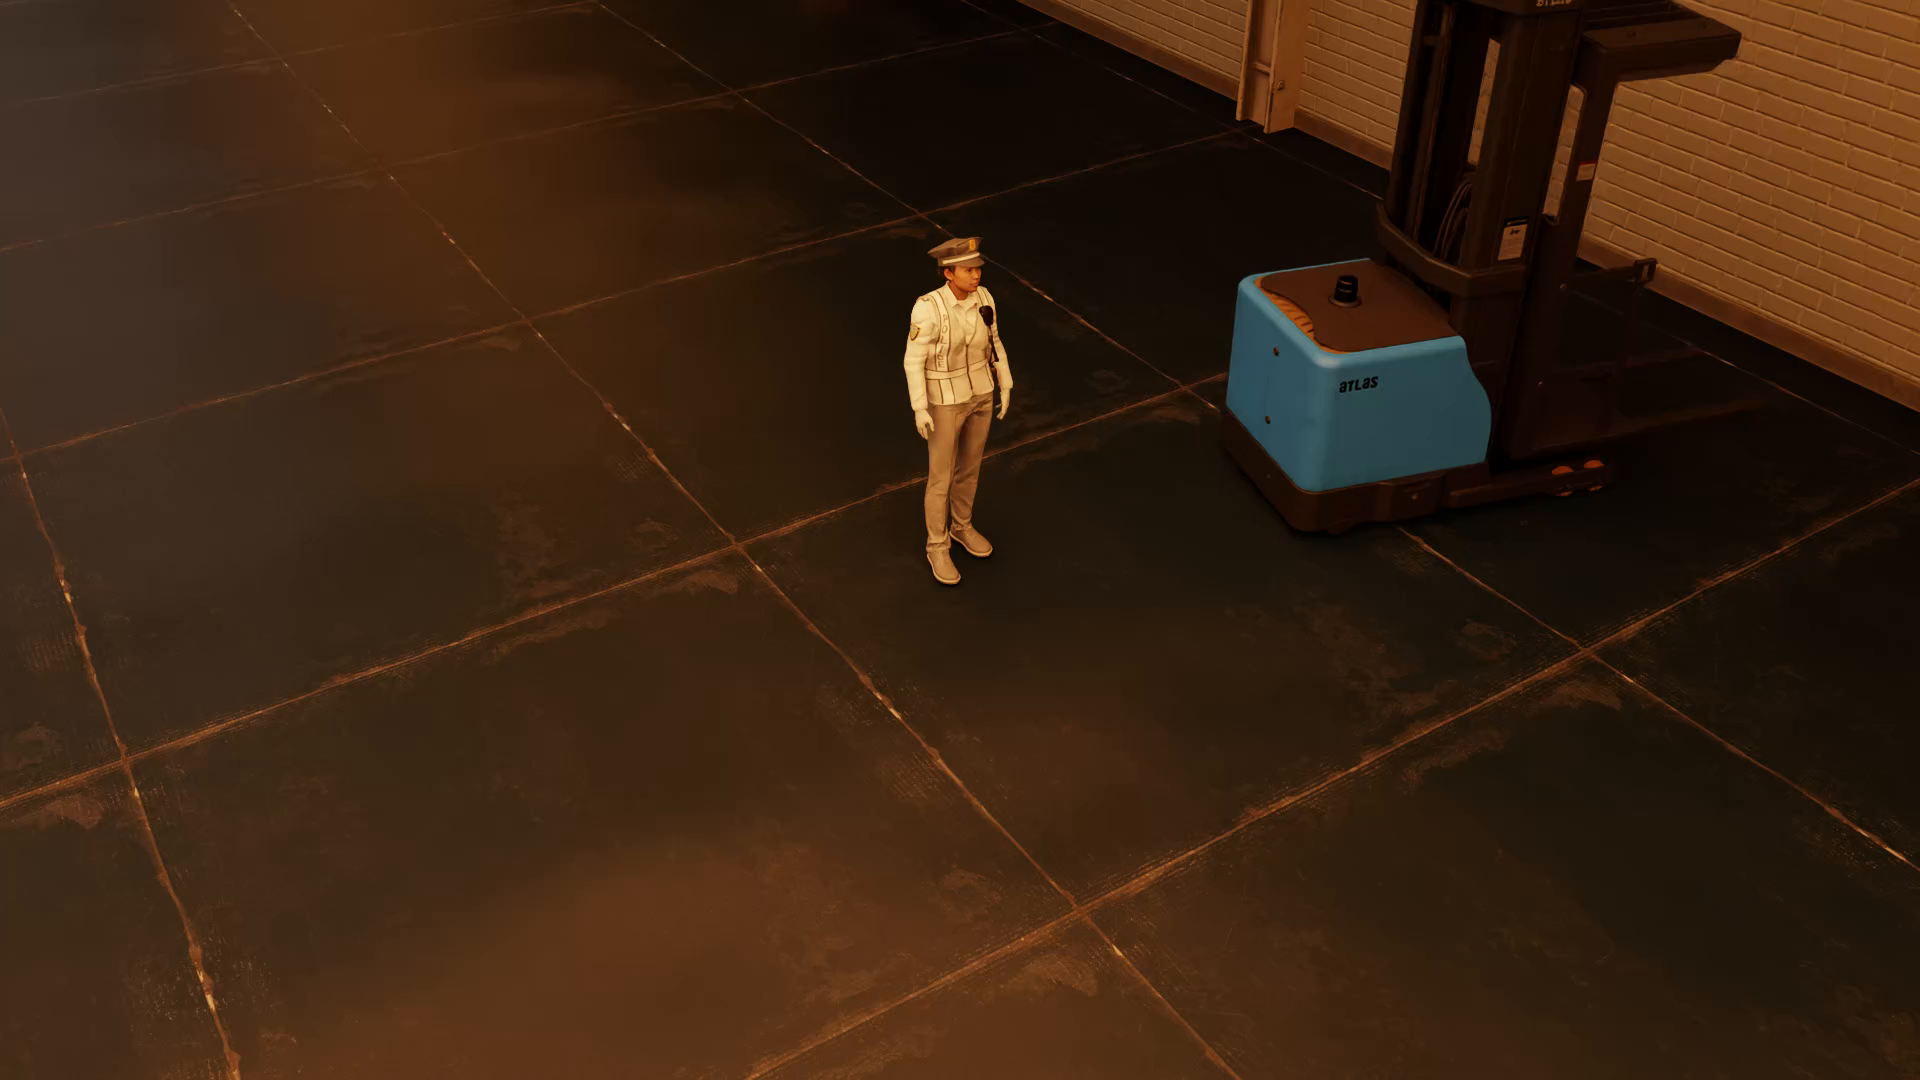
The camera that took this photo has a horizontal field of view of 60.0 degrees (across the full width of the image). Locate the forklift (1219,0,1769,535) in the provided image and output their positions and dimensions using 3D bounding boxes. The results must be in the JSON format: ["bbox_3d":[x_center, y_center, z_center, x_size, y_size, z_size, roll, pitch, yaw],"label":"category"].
[{"bbox_3d":[3.037,-1.714,8.588,3.031,2.935,1.130,-10,36,-14],"label":"forklift"}]

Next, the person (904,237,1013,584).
[{"bbox_3d":[0.031,-0.665,8.157,0.587,1.696,0.534,-21,40,-27],"label":"person"}]
